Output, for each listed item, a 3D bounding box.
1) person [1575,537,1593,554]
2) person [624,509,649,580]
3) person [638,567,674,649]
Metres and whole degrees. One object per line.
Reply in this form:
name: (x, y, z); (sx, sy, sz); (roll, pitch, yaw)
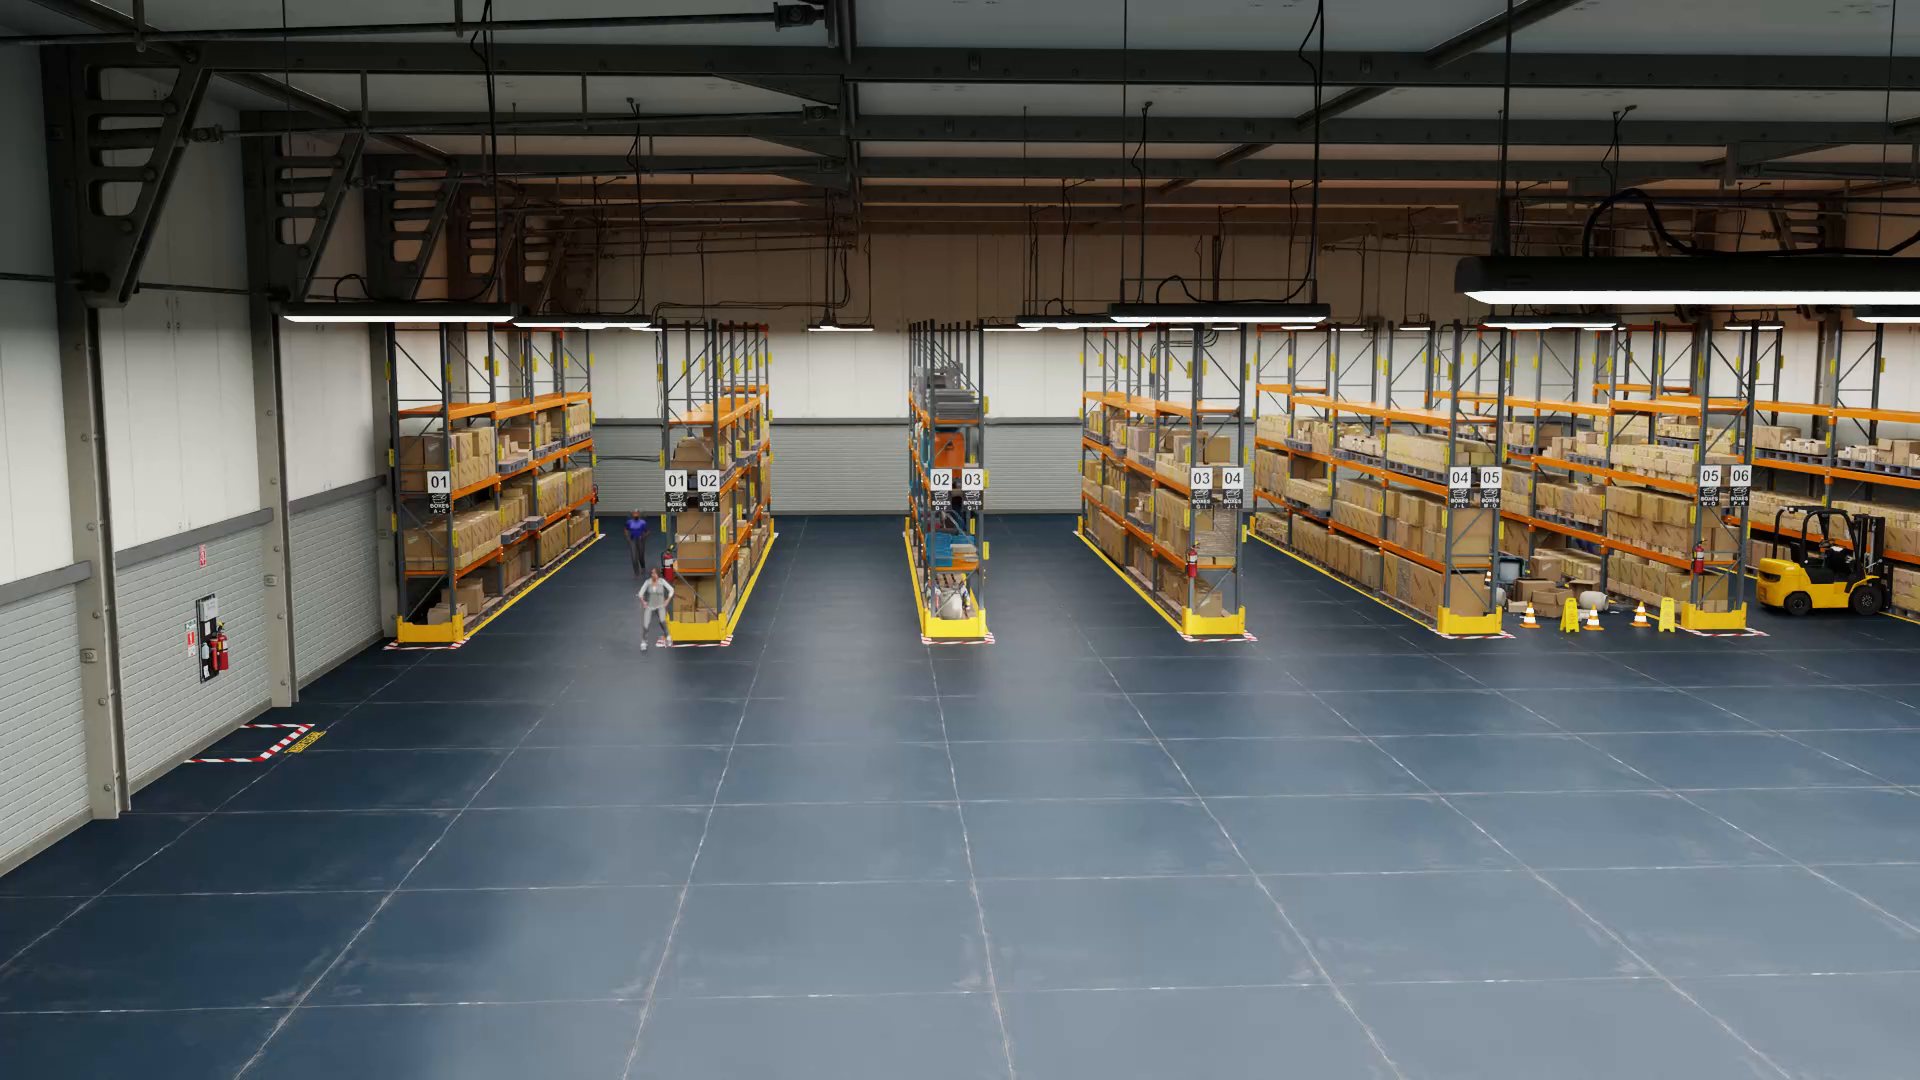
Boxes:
person: (16.105, -0.358, 42.781); (0.581, 1.597, 0.601); (-1, 7, -10)
person: (-7.608, 0.086, 39.140); (0.585, 1.650, 0.727); (-1, 7, -5)
person: (-5.520, 1.255, 30.192); (0.640, 1.501, 0.593); (-1, 7, -8)
